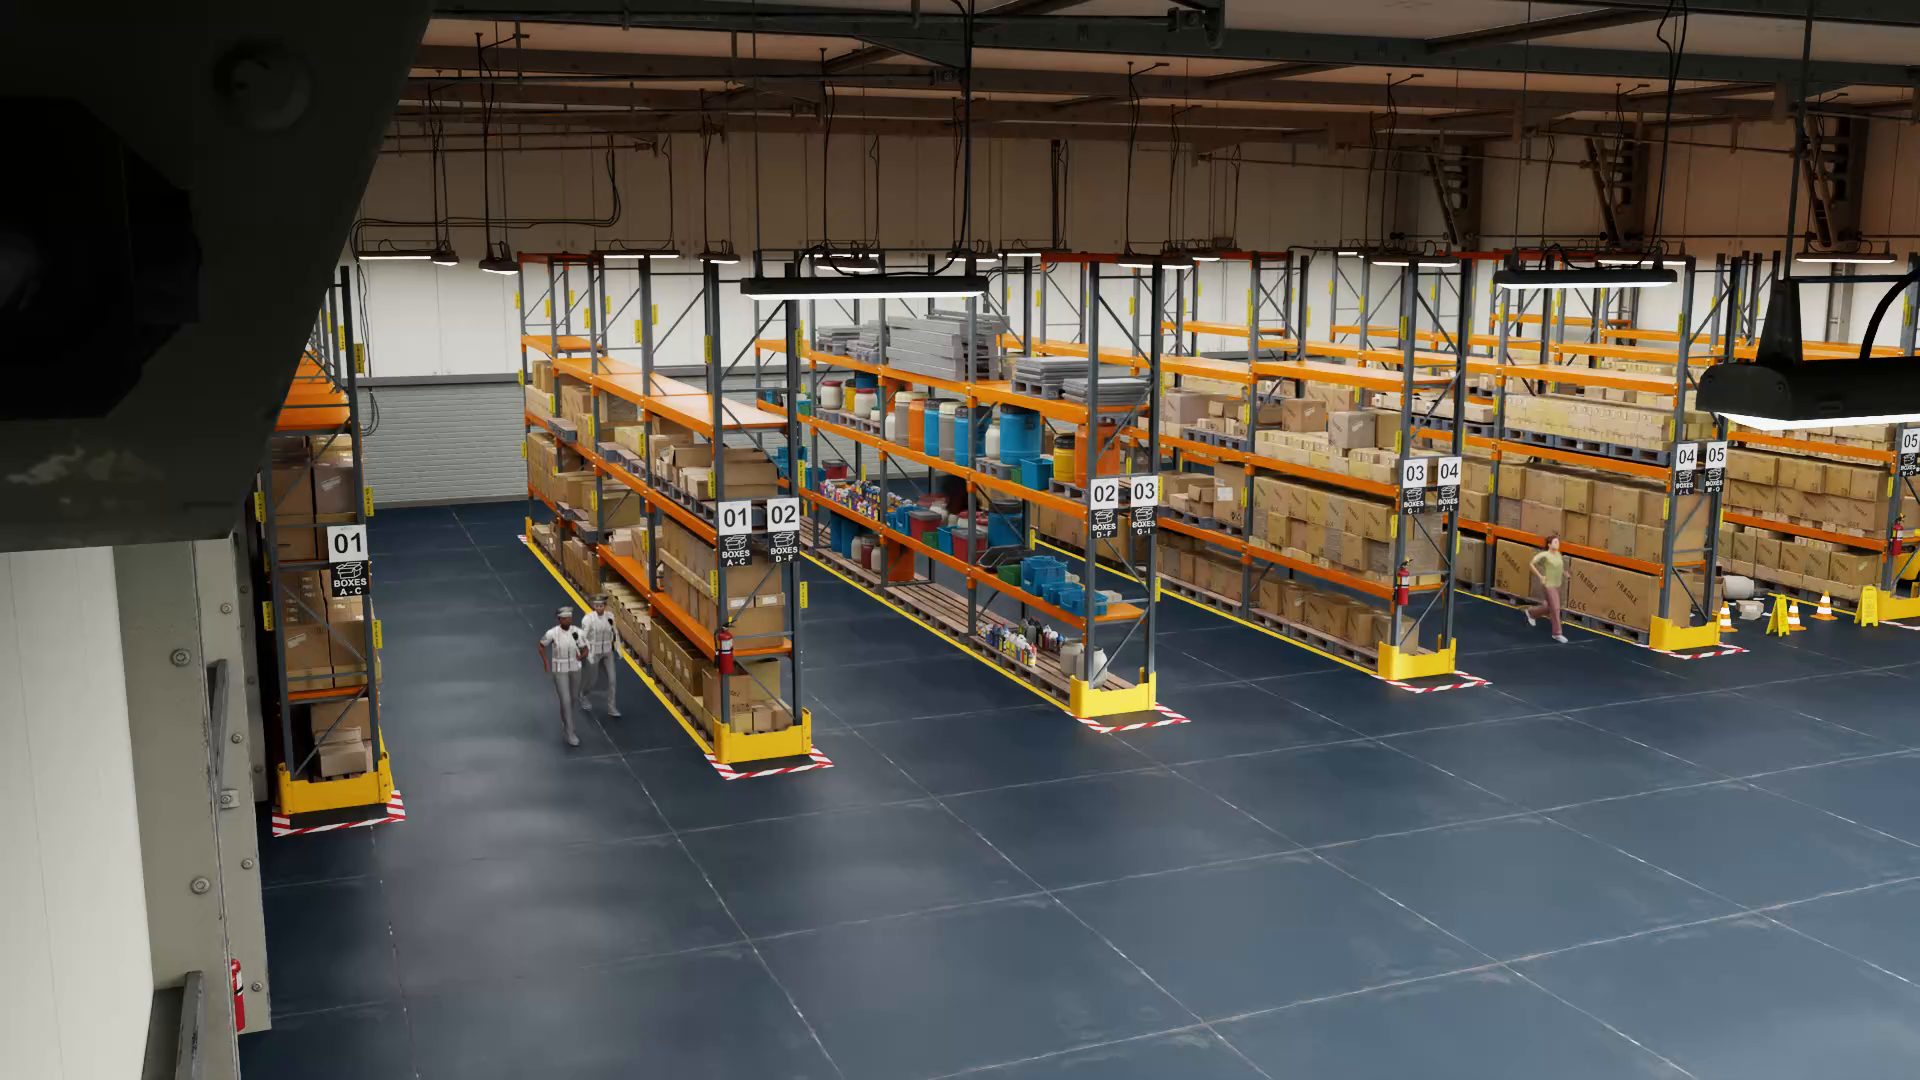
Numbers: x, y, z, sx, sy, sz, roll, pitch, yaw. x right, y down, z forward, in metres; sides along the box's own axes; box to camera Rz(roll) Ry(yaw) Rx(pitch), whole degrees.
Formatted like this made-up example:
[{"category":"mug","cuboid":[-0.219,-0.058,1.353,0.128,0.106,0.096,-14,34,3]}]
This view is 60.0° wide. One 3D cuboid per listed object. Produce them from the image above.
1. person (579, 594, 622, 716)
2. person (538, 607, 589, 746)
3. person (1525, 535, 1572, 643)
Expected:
[{"category":"person","cuboid":[-4.804,1.516,22.242,0.600,1.656,0.824,-7,12,-32]},{"category":"person","cuboid":[-4.999,1.669,21.115,0.580,1.706,0.893,-6,12,-30]},{"category":"person","cuboid":[9.353,0.739,26.436,0.579,1.671,0.894,-6,12,-31]}]
